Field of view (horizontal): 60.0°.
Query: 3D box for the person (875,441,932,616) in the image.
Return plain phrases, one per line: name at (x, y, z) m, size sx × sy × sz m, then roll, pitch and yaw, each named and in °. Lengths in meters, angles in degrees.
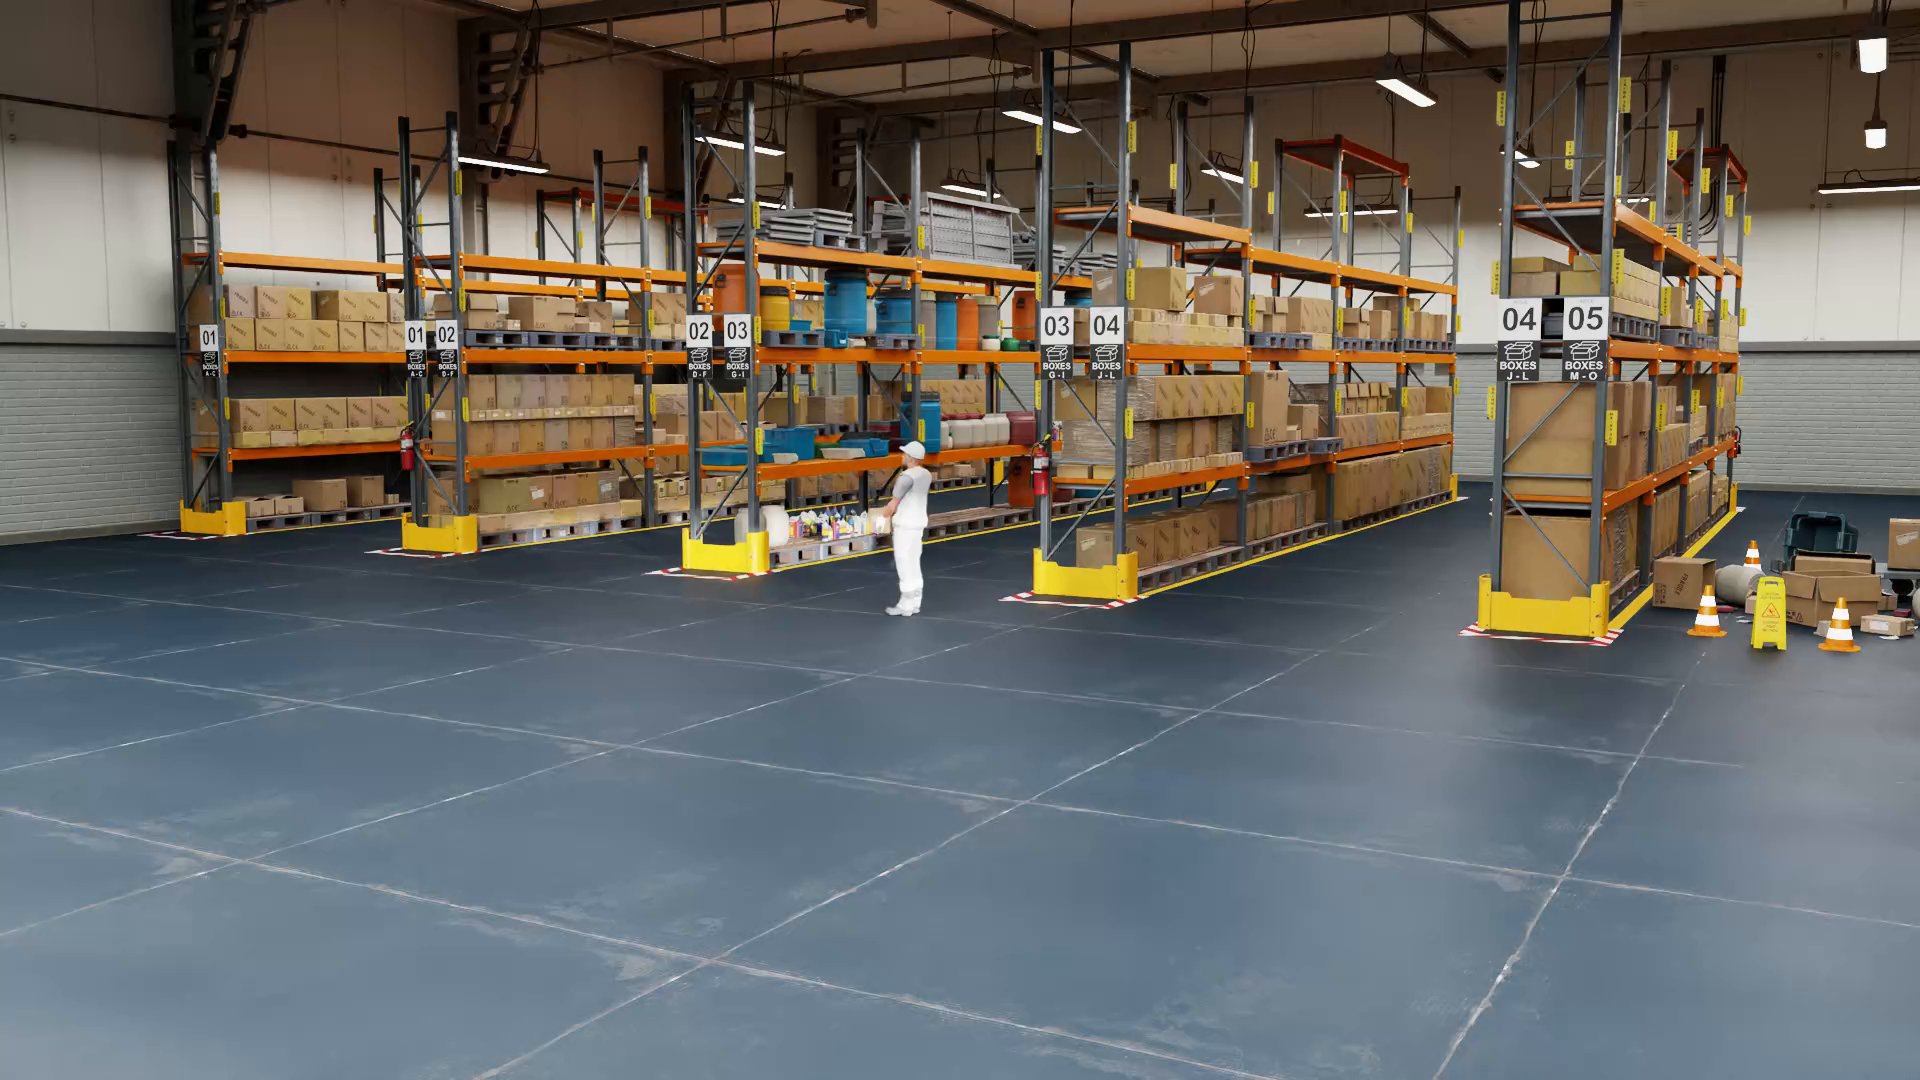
person at (-0.593, -0.128, 17.186) m, size 0.534 × 1.793 × 0.522 m, roll 3°, pitch 7°, yaw 30°
